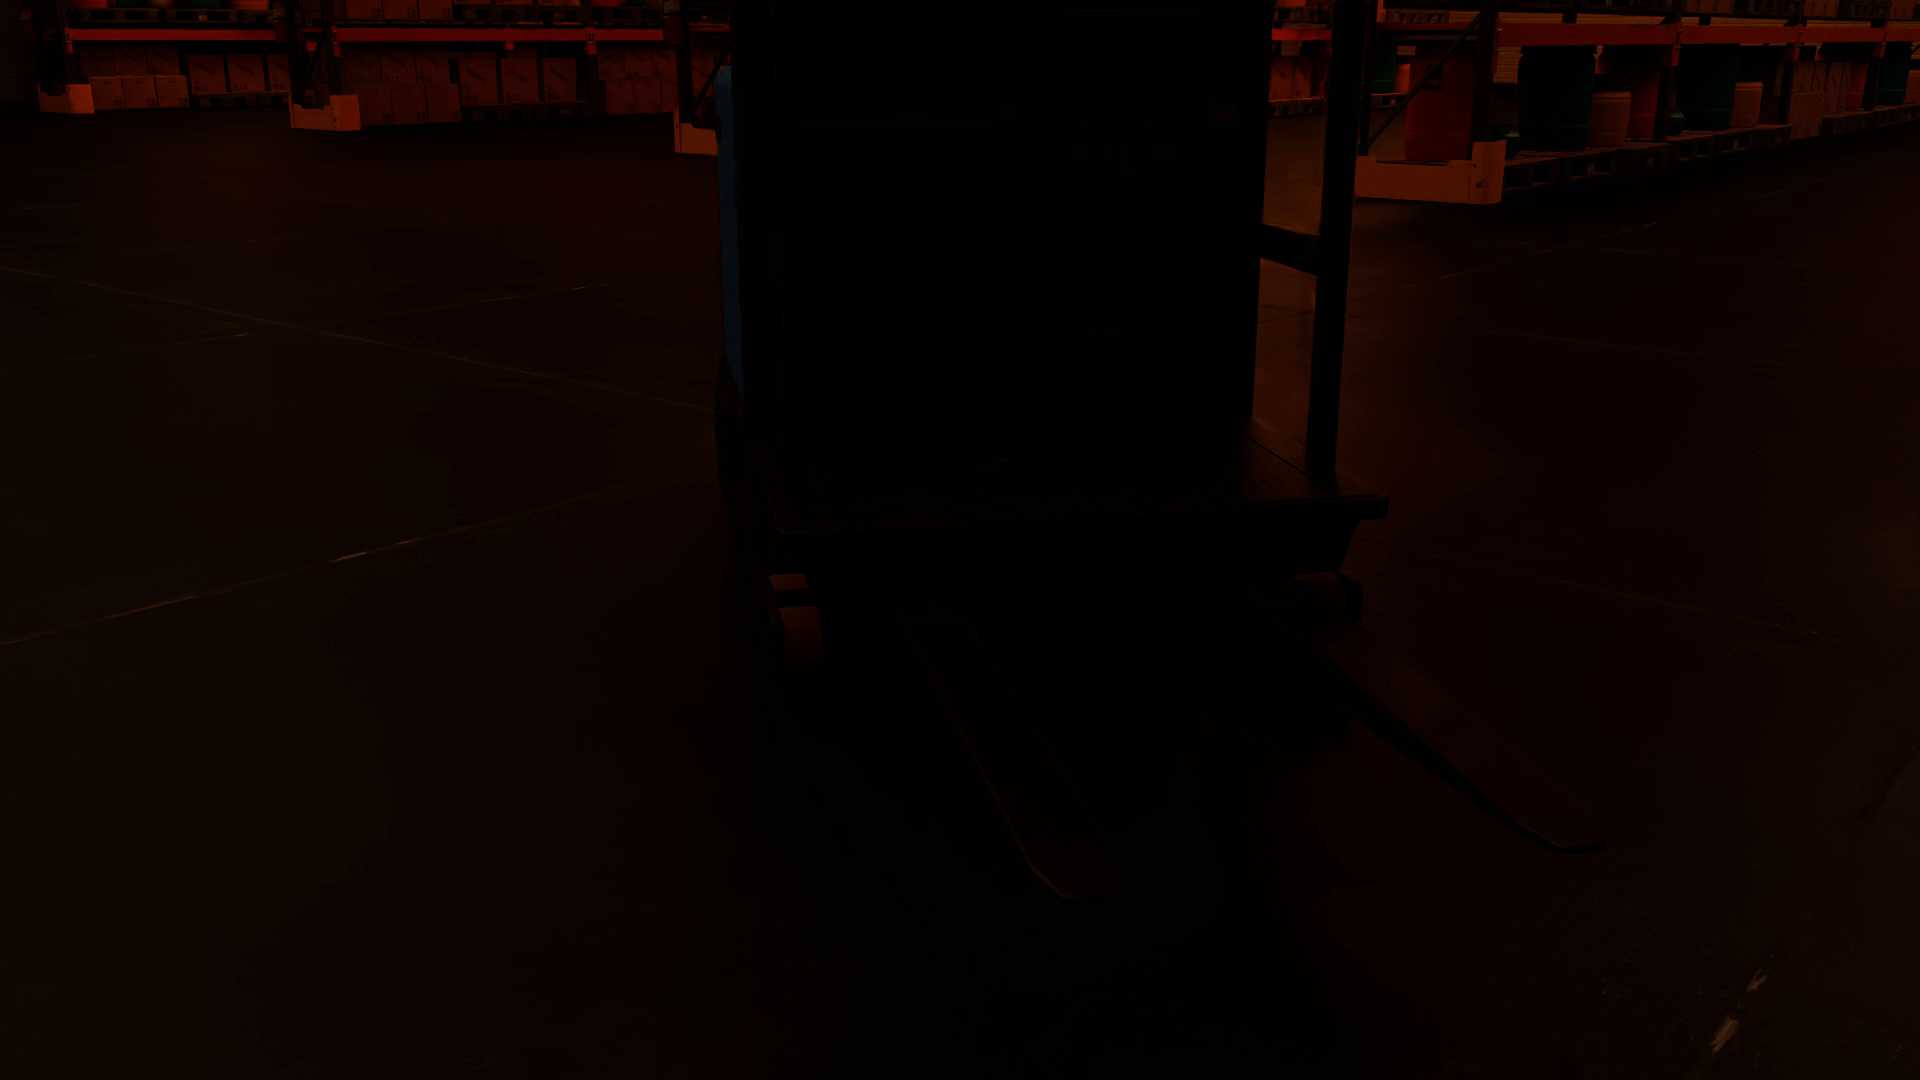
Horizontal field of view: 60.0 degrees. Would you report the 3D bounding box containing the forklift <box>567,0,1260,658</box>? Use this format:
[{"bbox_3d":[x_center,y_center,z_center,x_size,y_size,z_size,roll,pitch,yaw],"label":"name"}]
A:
[{"bbox_3d":[0.189,-1.578,4.095,1.130,2.935,3.031,5,18,17],"label":"forklift"}]
